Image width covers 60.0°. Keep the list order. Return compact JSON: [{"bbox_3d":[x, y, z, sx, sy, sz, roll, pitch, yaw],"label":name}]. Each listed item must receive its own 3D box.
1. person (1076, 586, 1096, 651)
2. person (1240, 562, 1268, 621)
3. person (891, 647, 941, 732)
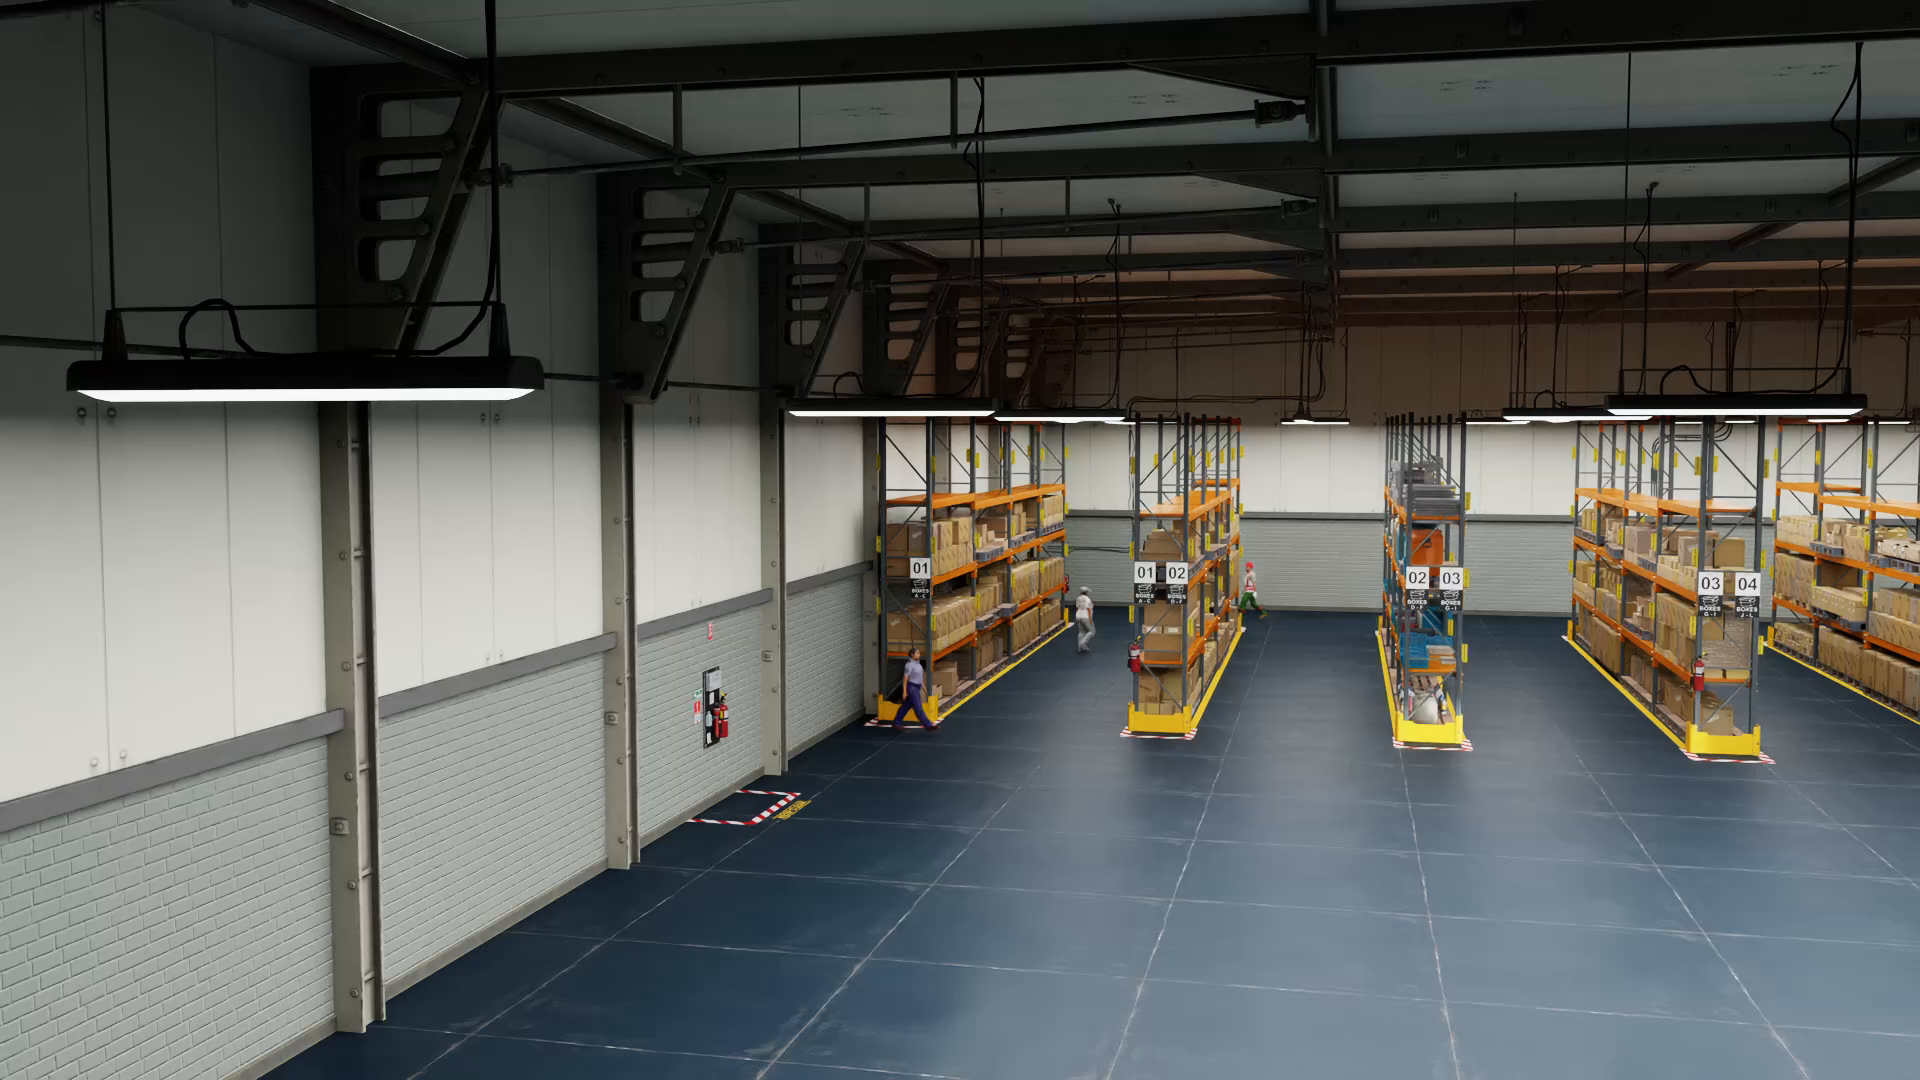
[{"bbox_3d":[3.158,2.019,42.402,0.468,1.665,0.519,-3,5,-35],"label":"person"},{"bbox_3d":[8.507,1.526,49.108,0.888,1.754,0.506,0,4,6],"label":"person"},{"bbox_3d":[-0.808,2.805,31.121,1.011,1.572,0.535,1,4,11],"label":"person"}]
